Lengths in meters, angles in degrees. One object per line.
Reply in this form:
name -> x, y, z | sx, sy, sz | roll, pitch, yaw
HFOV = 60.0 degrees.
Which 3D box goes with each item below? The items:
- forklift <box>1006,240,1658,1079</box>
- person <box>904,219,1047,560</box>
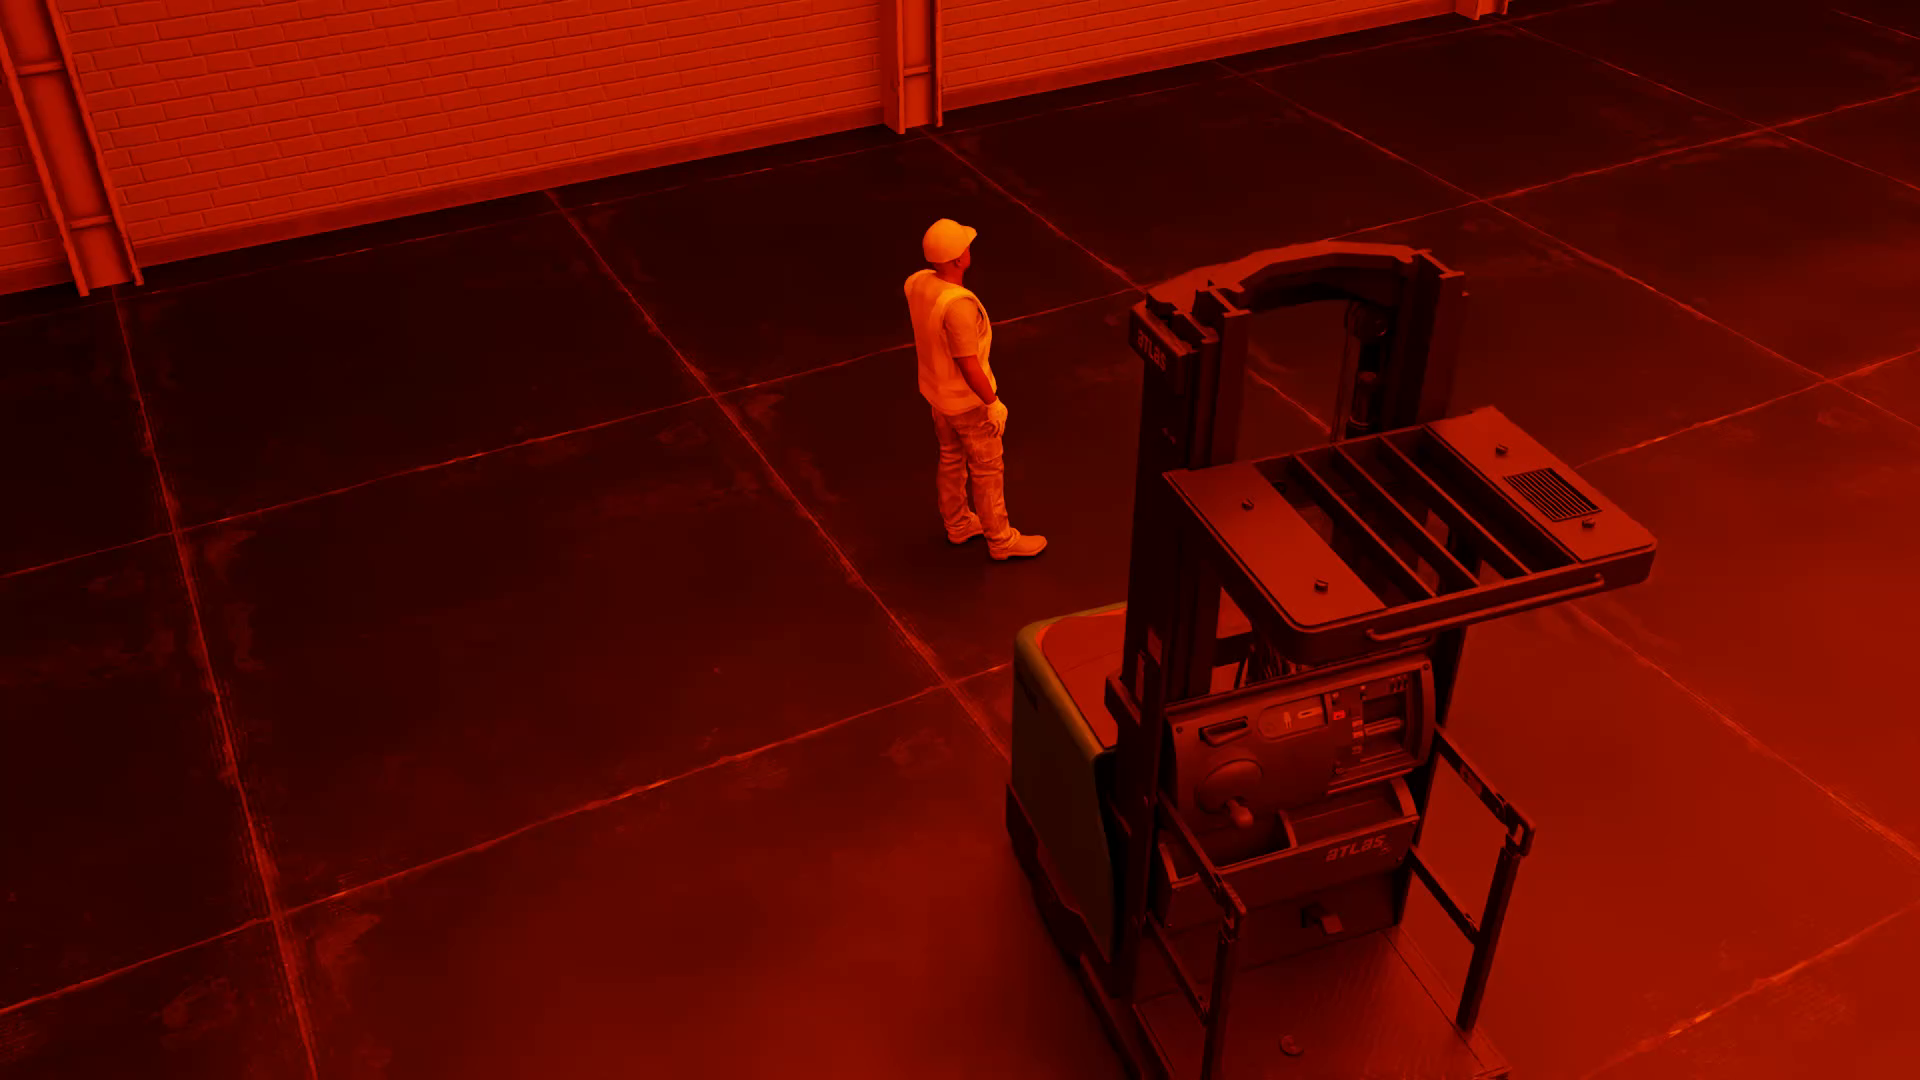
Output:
forklift -> 1.171, 0.710, 5.118 | 1.130, 2.935, 3.031 | -12, 37, -16
person -> 0.068, -0.749, 8.165 | 0.575, 1.785, 0.657 | -17, 39, -23
